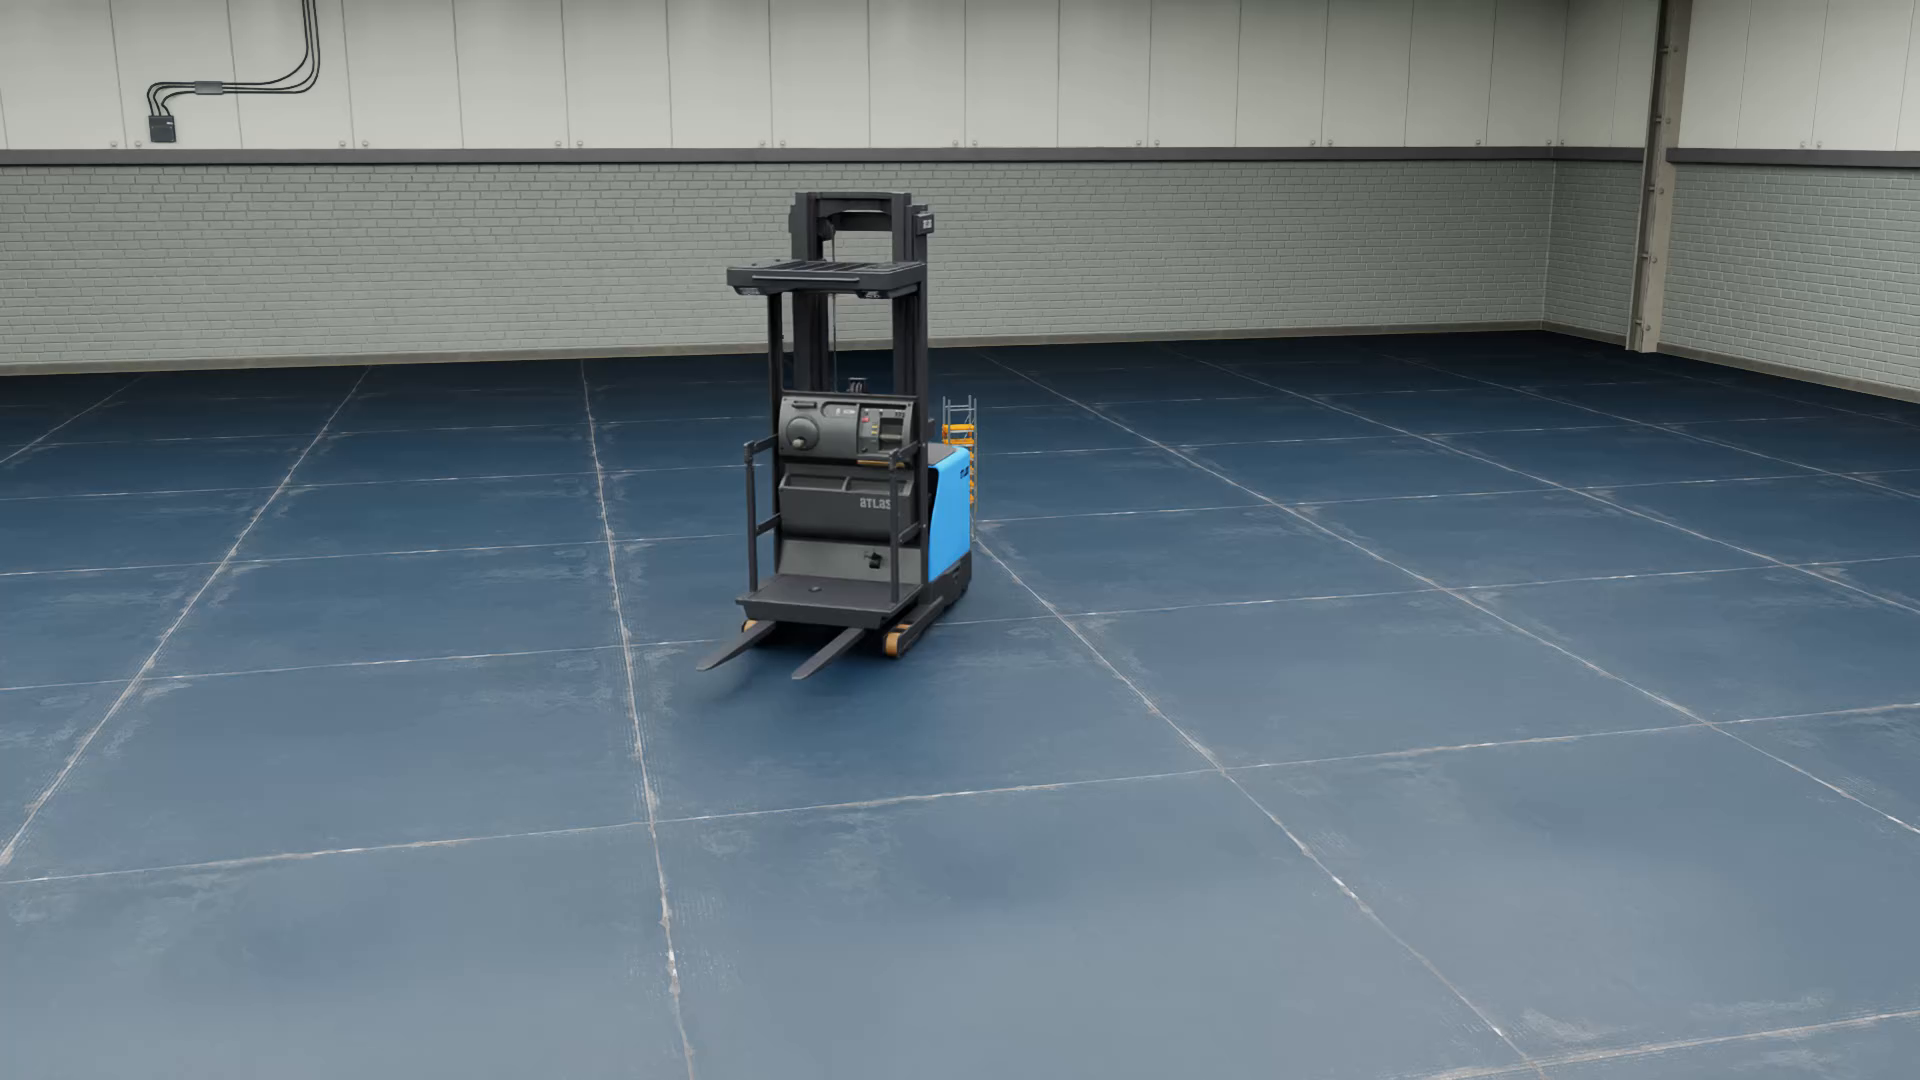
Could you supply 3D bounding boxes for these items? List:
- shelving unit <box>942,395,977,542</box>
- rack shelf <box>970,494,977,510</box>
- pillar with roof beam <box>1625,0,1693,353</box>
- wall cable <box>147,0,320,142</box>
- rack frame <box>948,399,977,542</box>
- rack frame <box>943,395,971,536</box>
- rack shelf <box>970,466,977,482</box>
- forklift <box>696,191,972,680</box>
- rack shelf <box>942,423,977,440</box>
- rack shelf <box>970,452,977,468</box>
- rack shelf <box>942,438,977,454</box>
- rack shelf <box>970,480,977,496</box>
[{"bbox_3d":[-0.003,-0.586,13.798,0.258,1.200,0.189,-3,14,-13],"label":"shelving unit"},{"bbox_3d":[-0.003,-0.310,13.866,0.258,0.103,0.180,-3,14,-13],"label":"rack shelf"},{"bbox_3d":[6.502,-7.099,24.022,9.100,9.000,0.400,-3,14,-13],"label":"pillar with roof beam"},{"bbox_3d":[-10.107,-8.514,22.648,2.305,6.003,0.169,-3,14,-13],"label":"wall cable"},{"bbox_3d":[0.018,-0.565,13.712,0.240,1.200,0.006,-3,14,-13],"label":"rack frame"},{"bbox_3d":[-0.025,-0.607,13.885,0.240,1.200,0.006,-3,14,-13],"label":"rack frame"},{"bbox_3d":[-0.003,-0.543,13.809,0.258,0.103,0.180,-3,14,-13],"label":"rack shelf"},{"bbox_3d":[-0.820,-0.764,10.880,1.130,2.935,3.031,4,14,16],"label":"forklift"},{"bbox_3d":[-0.003,-0.893,13.723,0.258,0.103,0.180,-3,14,-13],"label":"rack shelf"},{"bbox_3d":[-0.003,-0.660,13.780,0.258,0.103,0.180,-3,14,-13],"label":"rack shelf"},{"bbox_3d":[-0.003,-0.776,13.752,0.258,0.103,0.180,-3,14,-13],"label":"rack shelf"},{"bbox_3d":[-0.003,-0.426,13.837,0.258,0.103,0.180,-3,14,-13],"label":"rack shelf"}]
